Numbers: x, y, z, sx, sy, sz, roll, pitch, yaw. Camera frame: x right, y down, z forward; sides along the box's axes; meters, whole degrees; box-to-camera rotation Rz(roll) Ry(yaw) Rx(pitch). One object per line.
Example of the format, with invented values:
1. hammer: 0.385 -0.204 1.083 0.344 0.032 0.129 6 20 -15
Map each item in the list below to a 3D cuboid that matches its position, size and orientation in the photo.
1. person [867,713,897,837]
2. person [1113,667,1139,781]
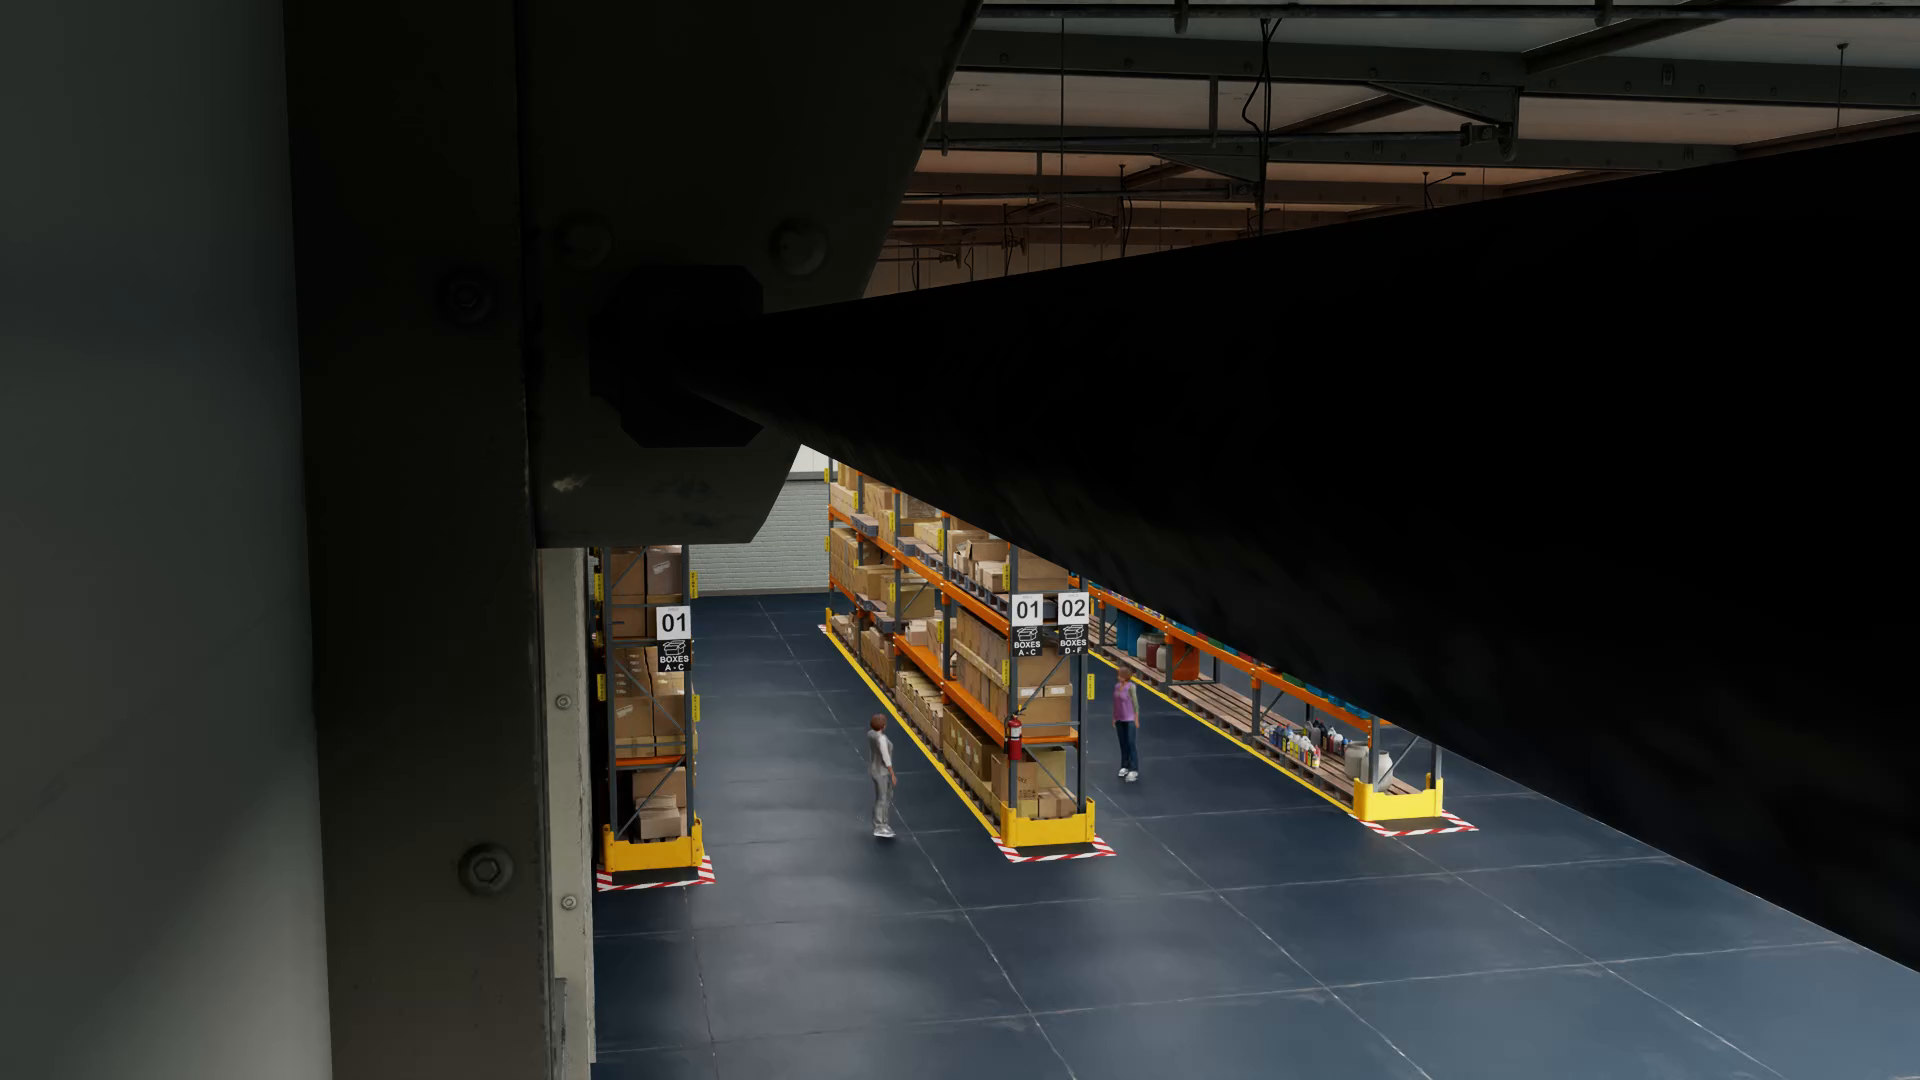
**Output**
1. person: -0.996 3.028 21.362 0.359 1.645 0.437 -1 7 -11
2. person: 2.421 2.670 24.271 0.387 1.594 0.532 -5 8 -37
